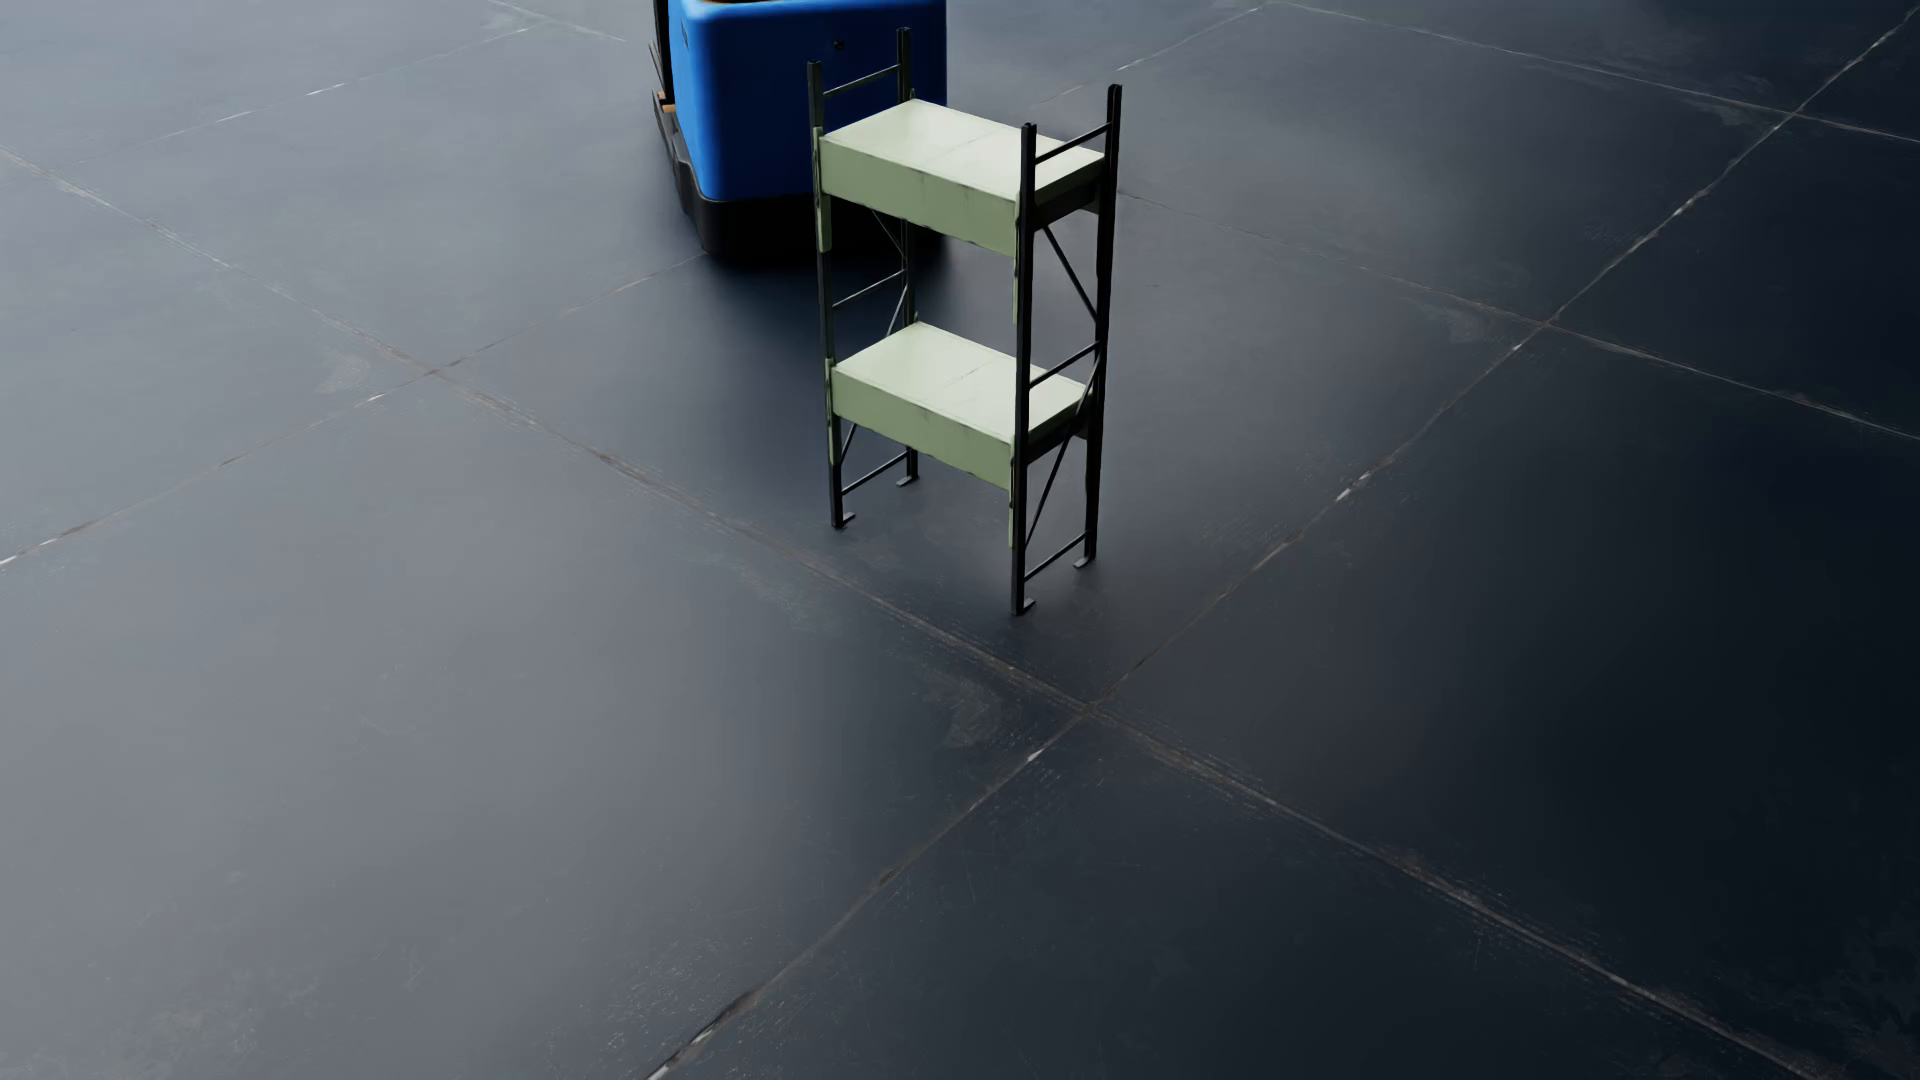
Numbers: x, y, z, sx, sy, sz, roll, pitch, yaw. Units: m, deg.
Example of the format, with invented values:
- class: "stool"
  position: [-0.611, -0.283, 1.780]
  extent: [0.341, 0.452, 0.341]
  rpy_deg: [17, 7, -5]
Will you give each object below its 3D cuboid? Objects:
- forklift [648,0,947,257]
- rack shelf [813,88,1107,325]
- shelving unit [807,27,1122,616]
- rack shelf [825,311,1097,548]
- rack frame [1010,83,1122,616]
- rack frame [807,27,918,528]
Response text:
- class: "forklift"
  position: [-0.897, -3.200, 7.320]
  extent: [1.130, 2.935, 3.031]
  rpy_deg: [-8, 35, -12]
- class: "rack shelf"
  position: [0.005, -0.938, 4.601]
  extent: [0.720, 0.370, 0.431]
  rpy_deg: [25, 42, 32]
- class: "shelving unit"
  position: [0.005, -0.616, 4.822]
  extent: [0.755, 1.500, 0.431]
  rpy_deg: [25, 42, 32]
- class: "rack shelf"
  position: [0.005, -0.347, 5.006]
  extent: [0.720, 0.370, 0.431]
  rpy_deg: [25, 42, 32]
- class: "rack frame"
  position: [0.286, -0.483, 4.629]
  extent: [0.023, 1.500, 0.400]
  rpy_deg: [25, 42, 32]
- class: "rack frame"
  position: [-0.276, -0.748, 5.015]
  extent: [0.023, 1.500, 0.400]
  rpy_deg: [25, 42, 32]
